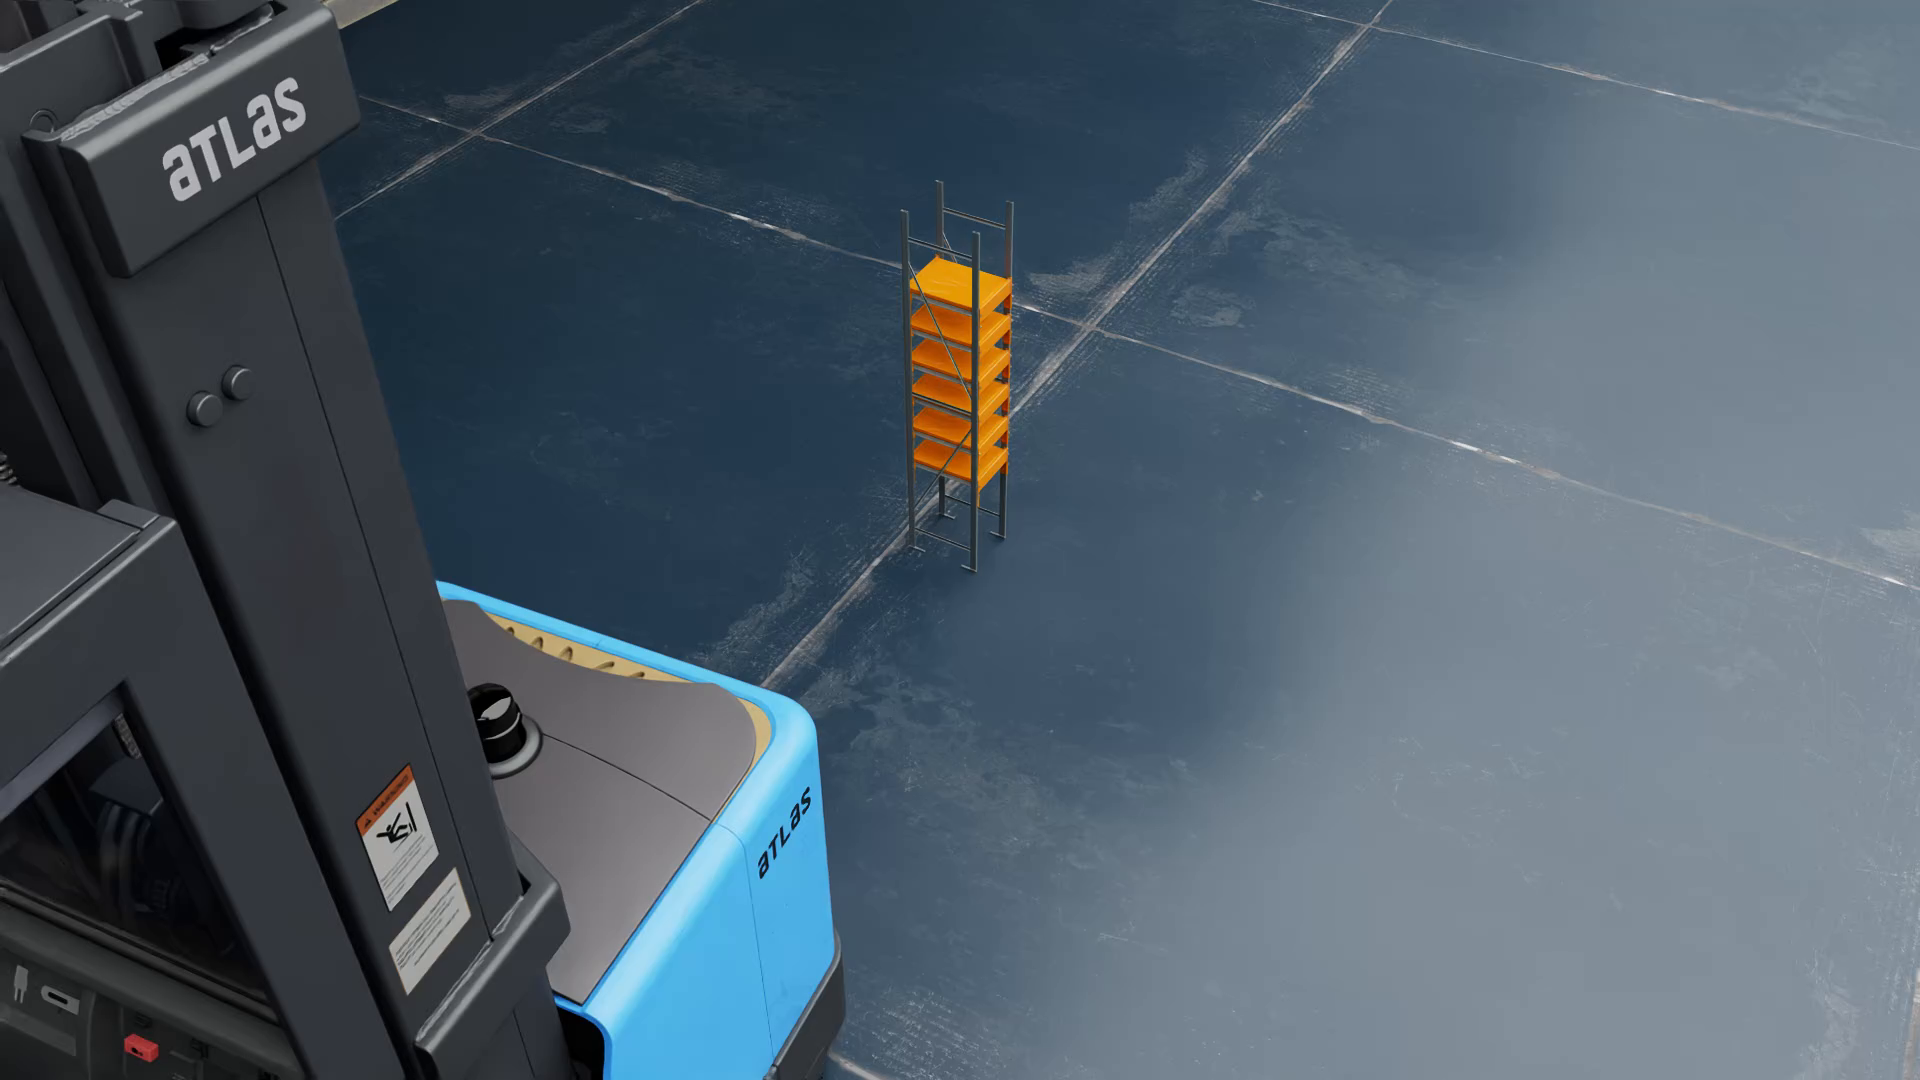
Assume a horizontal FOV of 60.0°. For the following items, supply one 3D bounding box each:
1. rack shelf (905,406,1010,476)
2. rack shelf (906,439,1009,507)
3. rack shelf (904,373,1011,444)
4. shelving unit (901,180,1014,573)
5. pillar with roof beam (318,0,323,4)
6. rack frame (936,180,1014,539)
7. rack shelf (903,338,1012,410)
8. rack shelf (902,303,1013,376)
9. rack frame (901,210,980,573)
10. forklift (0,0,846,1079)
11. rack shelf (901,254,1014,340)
[{"bbox_3d":[-0.007,-0.319,4.953,0.258,0.103,0.180,21,45,22],"label":"rack shelf"},{"bbox_3d":[-0.007,-0.229,5.032,0.258,0.103,0.180,21,45,22],"label":"rack shelf"},{"bbox_3d":[-0.007,-0.409,4.873,0.258,0.103,0.180,21,45,22],"label":"rack shelf"},{"bbox_3d":[-0.007,-0.442,4.844,0.258,1.200,0.189,21,45,22],"label":"shelving unit"},{"bbox_3d":[0.591,-4.121,3.121,9.100,9.000,0.400,21,45,22],"label":"pillar with roof beam"},{"bbox_3d":[0.039,-0.494,4.904,0.240,1.200,0.006,21,45,22],"label":"rack frame"},{"bbox_3d":[-0.007,-0.499,4.794,0.258,0.103,0.180,21,45,22],"label":"rack shelf"},{"bbox_3d":[-0.007,-0.589,4.715,0.258,0.103,0.180,21,45,22],"label":"rack shelf"},{"bbox_3d":[-0.053,-0.390,4.785,0.240,1.200,0.006,21,45,22],"label":"rack frame"},{"bbox_3d":[-1.327,0.792,2.133,1.130,2.935,3.031,16,44,18],"label":"forklift"},{"bbox_3d":[-0.007,-0.679,4.635,0.258,0.103,0.180,21,45,22],"label":"rack shelf"}]
